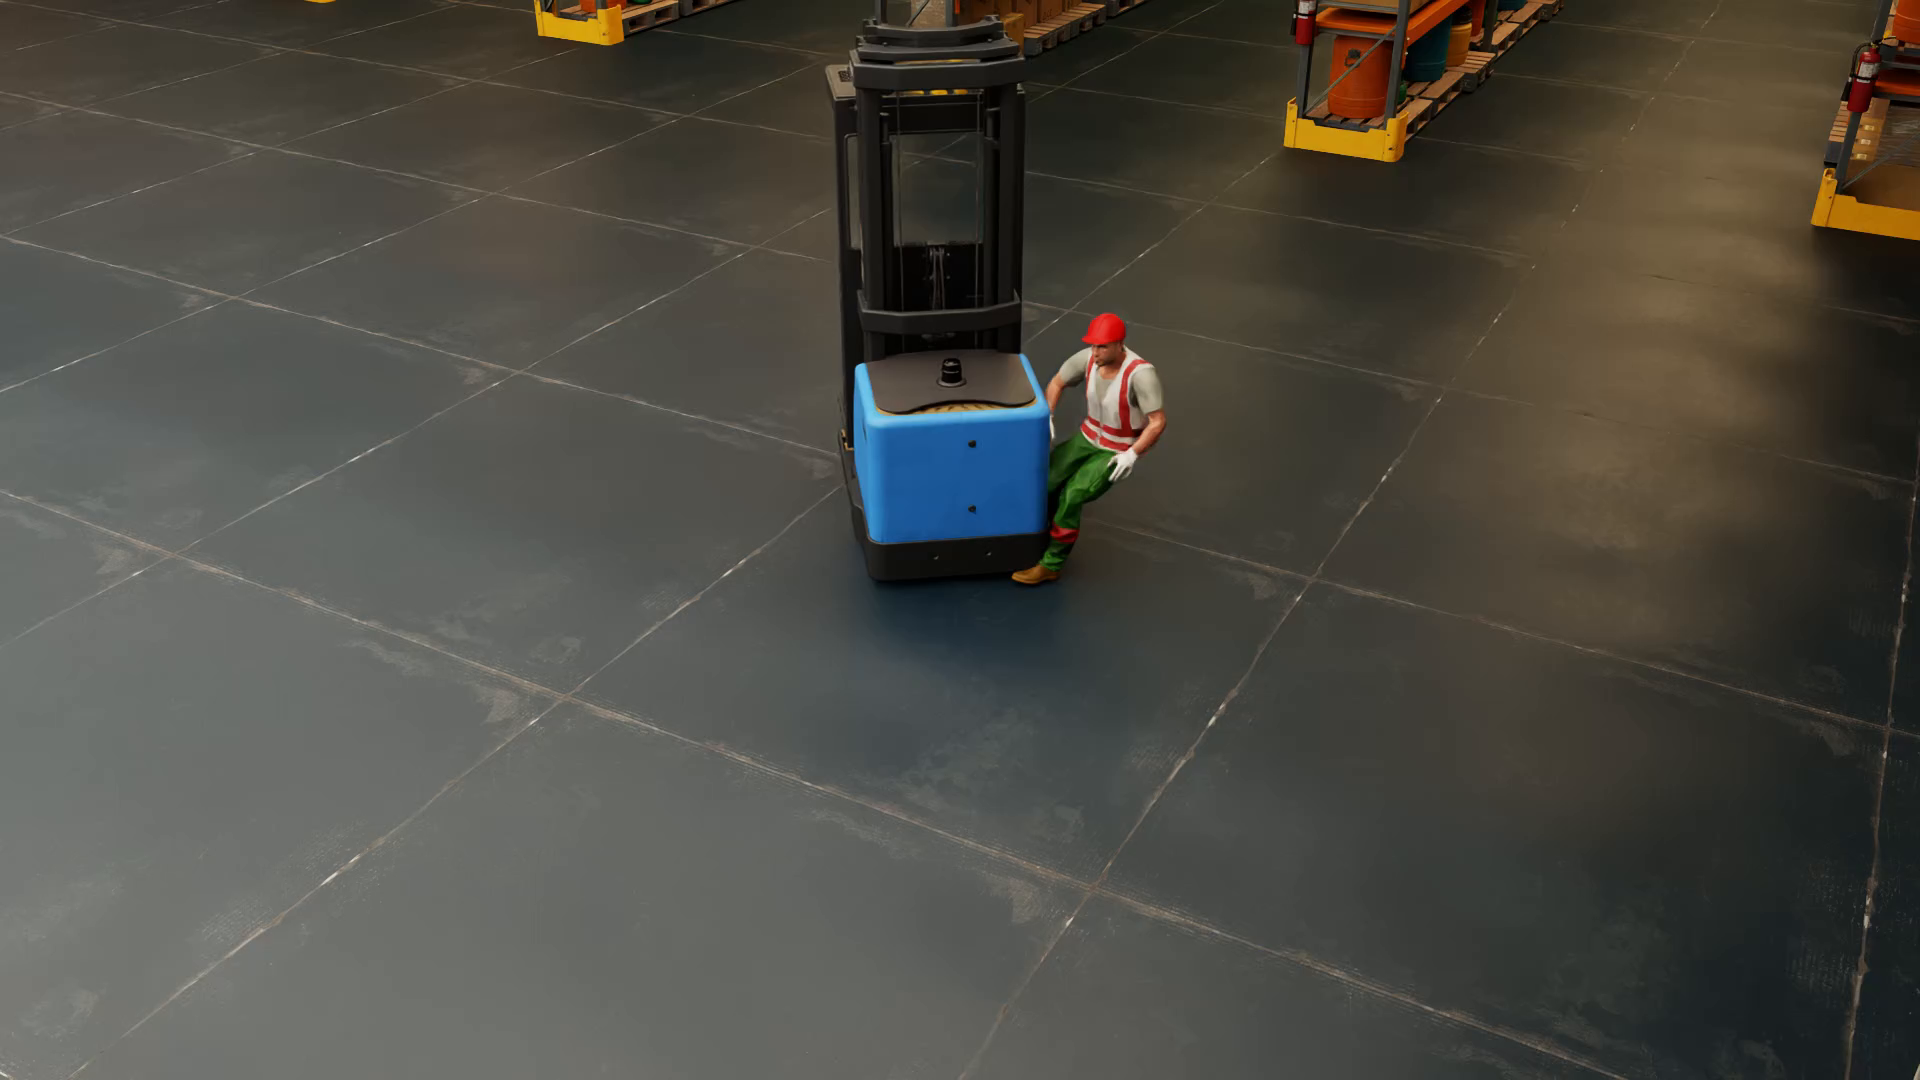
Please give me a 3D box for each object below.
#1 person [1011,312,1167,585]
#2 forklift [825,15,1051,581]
[{"bbox_3d":[0.683,-0.499,9.401,0.787,1.566,0.898,23,37,34],"label":"person"},{"bbox_3d":[-0.208,-1.754,10.110,1.130,2.935,3.031,-4,30,-7],"label":"forklift"}]
